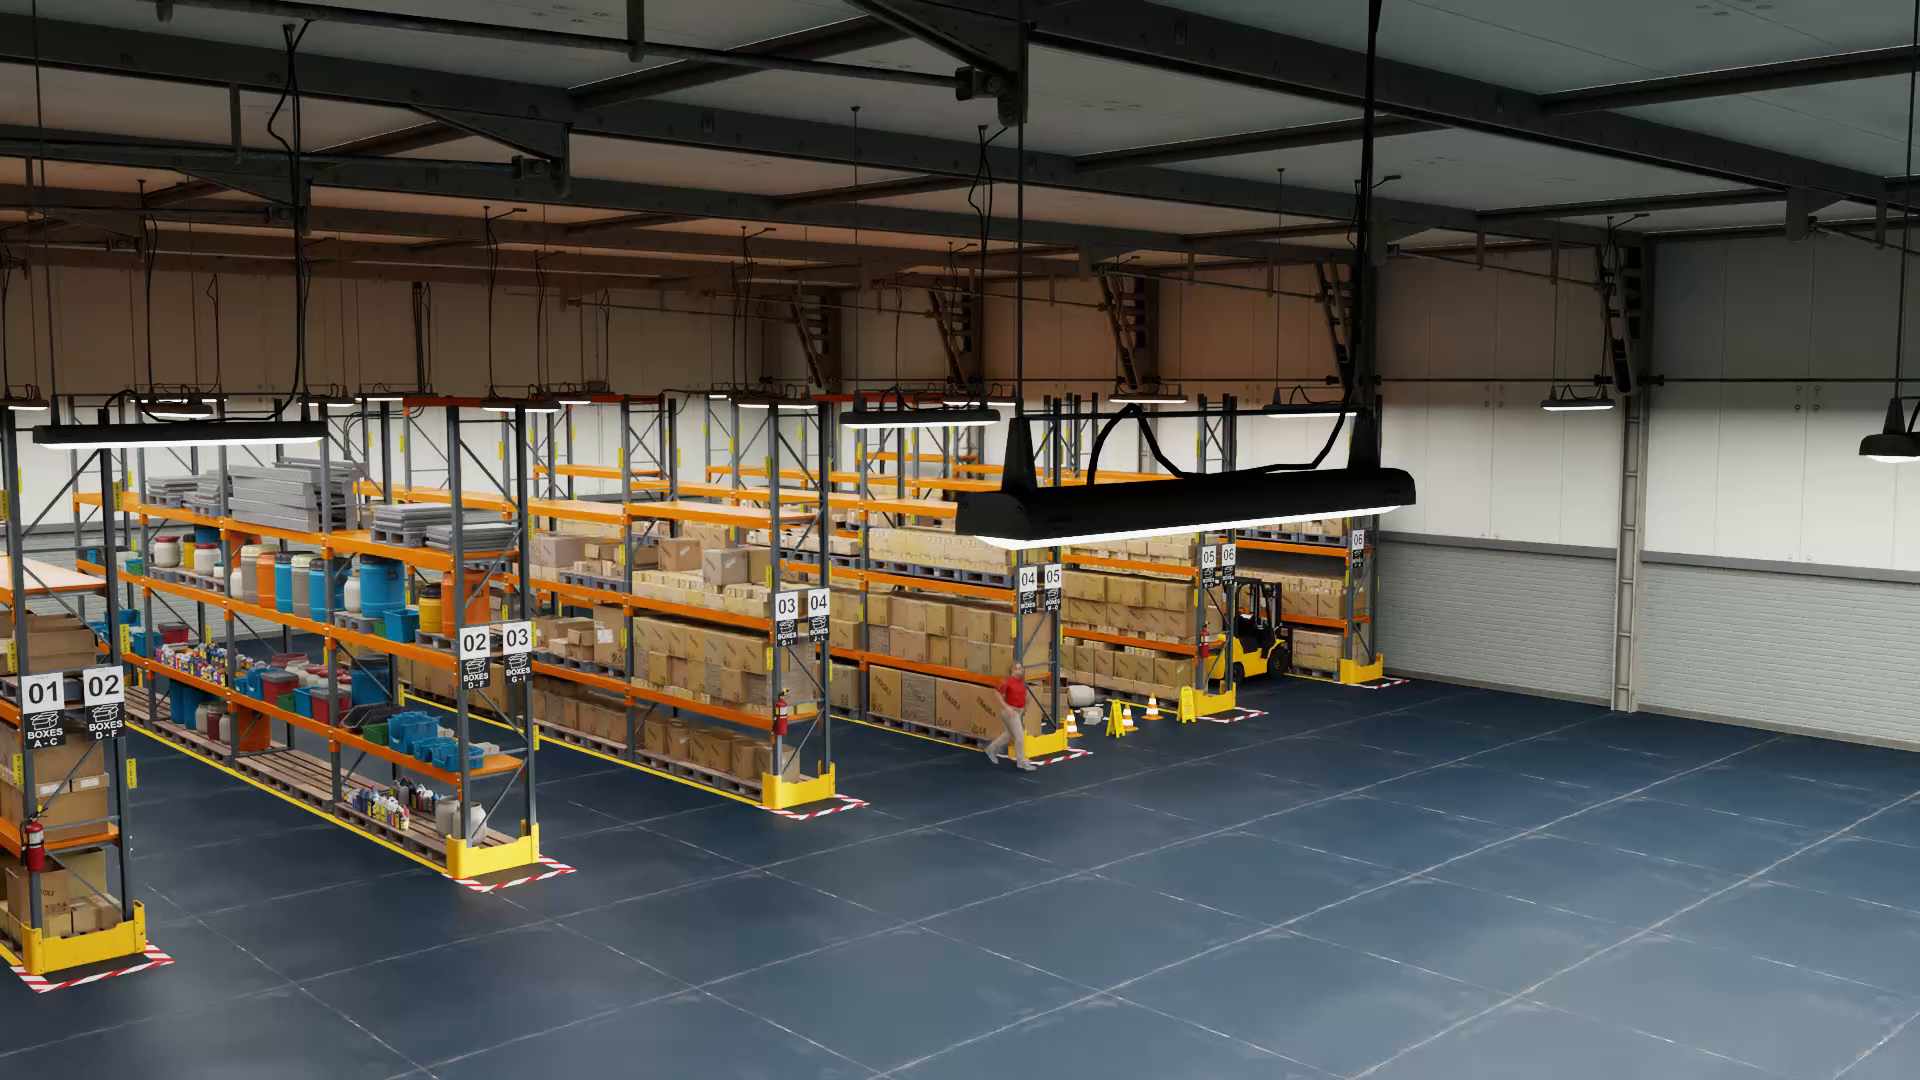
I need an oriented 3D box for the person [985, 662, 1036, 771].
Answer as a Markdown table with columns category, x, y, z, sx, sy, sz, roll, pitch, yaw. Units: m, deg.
| category | x | y | z | sx | sy | sz | roll | pitch | yaw |
| --- | --- | --- | --- | --- | --- | --- | --- | --- | --- |
| person | 0.843 | 2.835 | 27.066 | 0.928 | 1.726 | 0.654 | 2 | 6 | 22 |
